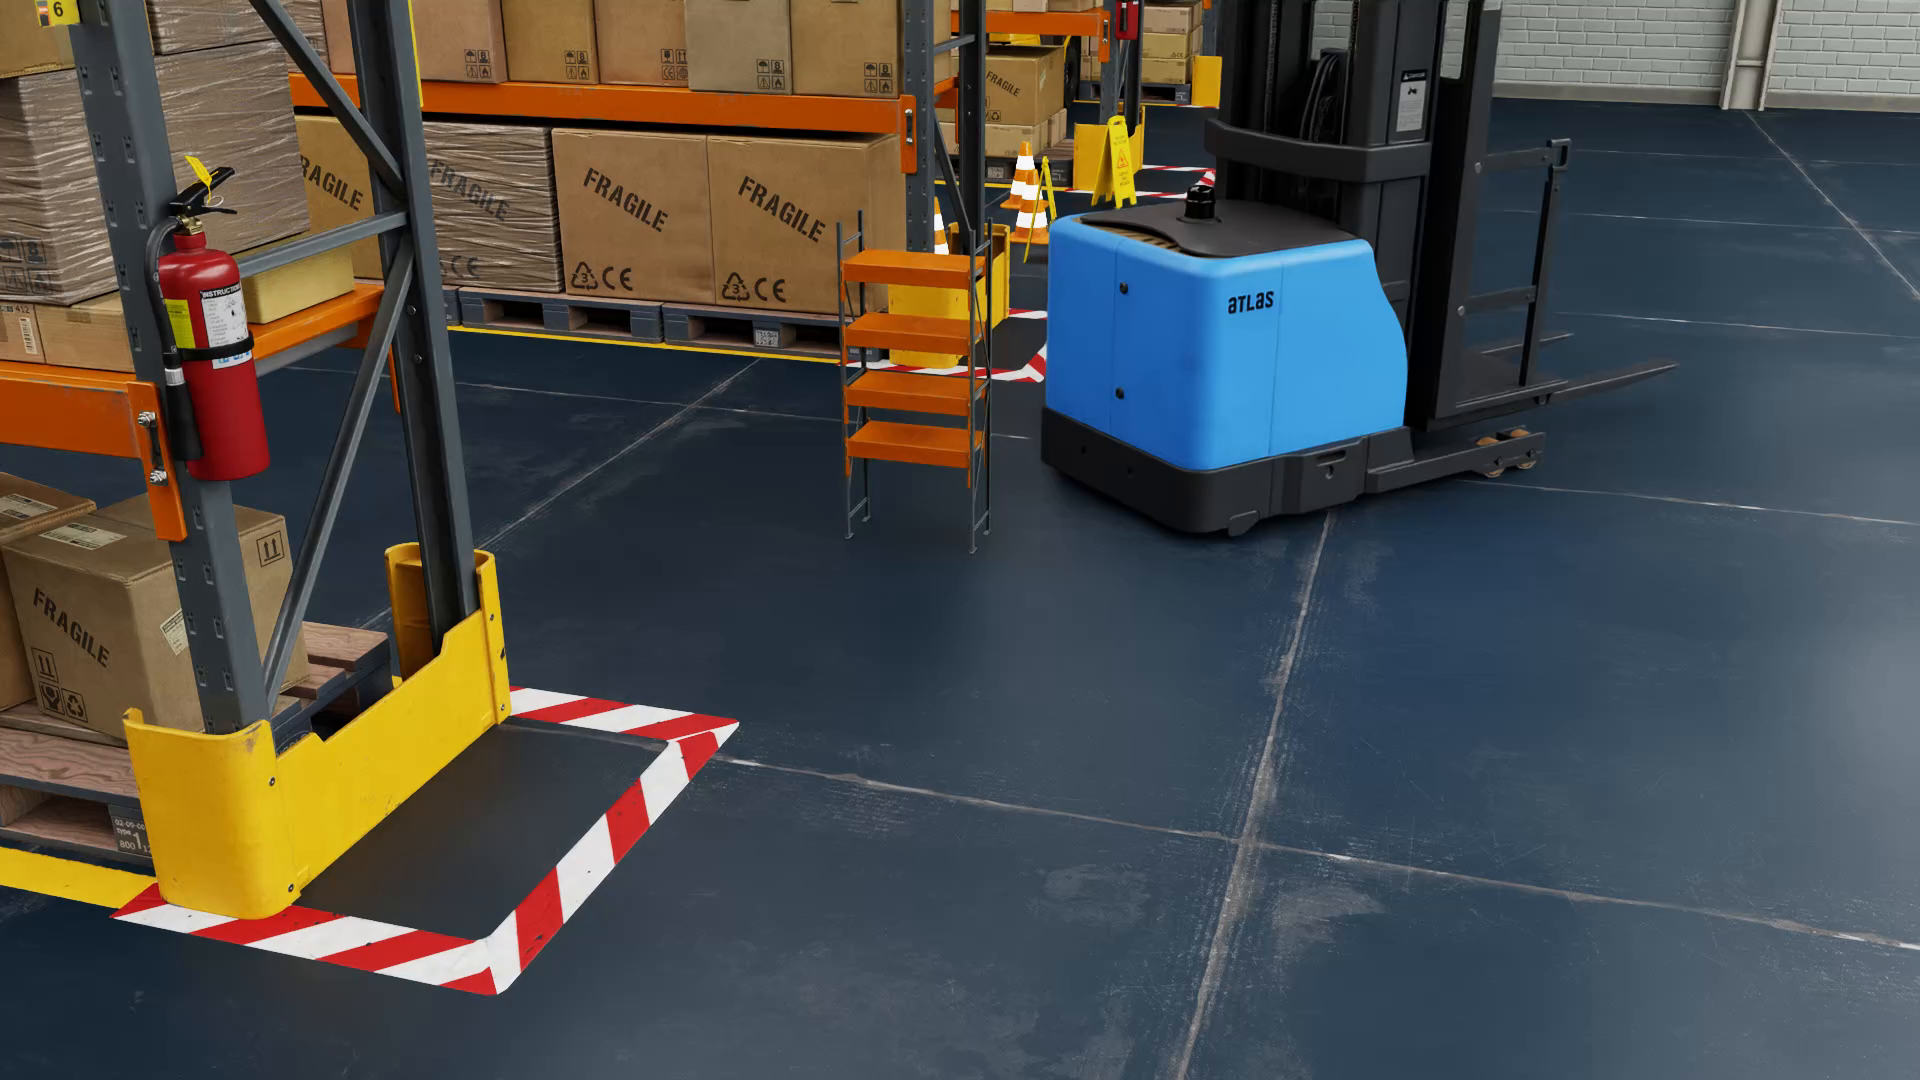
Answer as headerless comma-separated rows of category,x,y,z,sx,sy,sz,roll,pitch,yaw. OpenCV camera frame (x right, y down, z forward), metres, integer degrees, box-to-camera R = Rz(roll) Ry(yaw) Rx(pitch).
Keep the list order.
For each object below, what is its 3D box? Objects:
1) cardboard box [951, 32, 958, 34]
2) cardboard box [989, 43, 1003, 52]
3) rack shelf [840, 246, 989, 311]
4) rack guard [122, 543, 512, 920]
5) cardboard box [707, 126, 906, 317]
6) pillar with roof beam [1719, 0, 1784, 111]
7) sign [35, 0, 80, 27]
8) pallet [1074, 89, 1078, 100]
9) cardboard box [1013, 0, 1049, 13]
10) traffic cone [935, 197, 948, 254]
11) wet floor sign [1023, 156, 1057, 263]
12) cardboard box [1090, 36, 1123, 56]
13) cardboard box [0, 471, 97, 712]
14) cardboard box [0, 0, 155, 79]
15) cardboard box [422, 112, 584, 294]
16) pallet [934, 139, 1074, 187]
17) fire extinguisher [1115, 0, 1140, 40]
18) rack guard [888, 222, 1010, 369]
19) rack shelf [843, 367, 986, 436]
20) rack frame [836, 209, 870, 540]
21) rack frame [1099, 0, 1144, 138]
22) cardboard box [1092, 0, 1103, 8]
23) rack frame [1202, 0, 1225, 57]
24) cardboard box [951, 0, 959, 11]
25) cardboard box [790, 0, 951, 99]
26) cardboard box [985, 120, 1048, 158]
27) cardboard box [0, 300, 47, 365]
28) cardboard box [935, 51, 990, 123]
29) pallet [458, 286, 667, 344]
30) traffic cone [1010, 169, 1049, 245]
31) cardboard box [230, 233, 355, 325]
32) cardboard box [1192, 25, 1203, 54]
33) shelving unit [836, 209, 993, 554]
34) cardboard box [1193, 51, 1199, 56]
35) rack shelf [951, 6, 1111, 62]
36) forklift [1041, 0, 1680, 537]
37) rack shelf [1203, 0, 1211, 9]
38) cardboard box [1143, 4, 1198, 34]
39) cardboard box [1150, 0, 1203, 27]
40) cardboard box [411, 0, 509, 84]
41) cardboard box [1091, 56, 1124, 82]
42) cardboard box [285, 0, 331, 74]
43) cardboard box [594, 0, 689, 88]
cardboard box,-0.186,-3.892,13.032,0.250,0.149,0.380,7,23,16
cardboard box,0.050,-3.801,13.665,0.500,0.500,0.500,6,23,14
rack shelf,-0.158,-0.937,5.937,0.480,0.148,0.258,7,23,16
rack guard,-1.668,0.464,4.480,0.348,0.500,1.175,7,23,16
cardboard box,-0.734,-1.737,8.798,0.875,0.875,0.875,7,23,16
pillar with roof beam,6.792,-7.046,11.590,0.400,9.000,9.100,7,23,16
sign,-1.775,-1.167,3.219,0.005,0.325,0.100,7,23,16
pallet,0.789,-5.002,18.185,1.213,0.211,1.003,7,23,15
cardboard box,0.573,-4.119,12.691,0.250,0.149,0.380,6,23,15
traffic cone,-0.164,-1.876,10.233,0.334,0.463,0.336,7,23,16
wet floor sign,0.534,-2.102,10.544,0.232,0.644,0.267,3,22,6
cardboard box,1.664,-5.241,17.505,0.500,0.250,0.500,6,23,15
cardboard box,-2.770,0.150,4.691,0.500,0.500,0.500,13,26,29
cardboard box,-2.193,-1.301,3.648,0.500,0.500,0.500,7,23,16
cardboard box,-2.449,-1.933,9.277,0.875,0.875,0.875,7,23,16
pallet,0.427,-3.105,13.561,1.213,0.211,1.003,7,23,16
fire extinguisher,1.244,-4.069,12.339,0.183,0.674,0.296,7,23,16
rack guard,-0.043,-1.316,8.820,0.348,0.500,1.175,7,23,16
rack shelf,-0.158,-0.511,6.112,0.480,0.148,0.258,7,23,16
rack frame,-0.392,-0.600,6.152,0.015,1.200,0.240,7,23,16
rack frame,1.267,-4.285,12.763,0.127,3.000,1.000,7,23,16
cardboard box,1.002,-4.281,13.085,0.250,0.149,0.380,7,23,16
rack frame,2.698,-6.089,17.161,0.127,3.000,1.000,7,23,16
cardboard box,0.079,-4.172,12.820,0.250,0.149,0.380,7,23,16
cardboard box,-0.434,-2.569,8.382,0.550,0.550,0.875,7,23,16
cardboard box,0.393,-3.200,13.189,0.500,0.250,0.500,6,23,15
cardboard box,-2.167,-0.552,3.994,0.250,0.149,0.380,7,23,16
cardboard box,-0.076,-3.603,13.182,0.500,0.500,0.500,7,23,17
pallet,-2.018,-1.379,9.353,1.213,0.211,1.003,7,23,15
traffic cone,0.488,-2.249,11.143,0.334,0.463,0.336,7,23,16
cardboard box,-1.799,-0.686,4.320,0.250,0.149,0.380,7,23,16
cardboard box,2.307,-5.369,17.818,0.500,0.250,0.500,7,23,16
shelving unit,-0.158,-0.573,6.087,0.503,1.200,0.258,7,23,16
cardboard box,2.284,-5.136,17.907,0.500,0.250,0.500,7,23,16
rack shelf,-0.647,-4.171,13.434,4.000,0.370,1.077,7,23,16
forklift,1.859,-1.770,6.723,3.031,2.935,1.130,-13,26,-29
rack shelf,0.783,-5.975,17.832,4.000,0.370,1.077,7,23,16
cardboard box,2.167,-5.410,17.260,0.500,0.250,0.500,7,23,17
cardboard box,2.292,-5.595,17.709,0.500,0.250,0.500,6,23,15
cardboard box,-2.522,-2.793,8.929,0.550,0.550,0.875,7,23,16
cardboard box,1.683,-5.005,17.590,0.500,0.250,0.500,7,23,15
cardboard box,-3.539,-2.947,9.304,0.550,0.550,0.875,7,23,16
cardboard box,-1.467,-2.728,8.771,0.550,0.550,0.875,7,23,16
